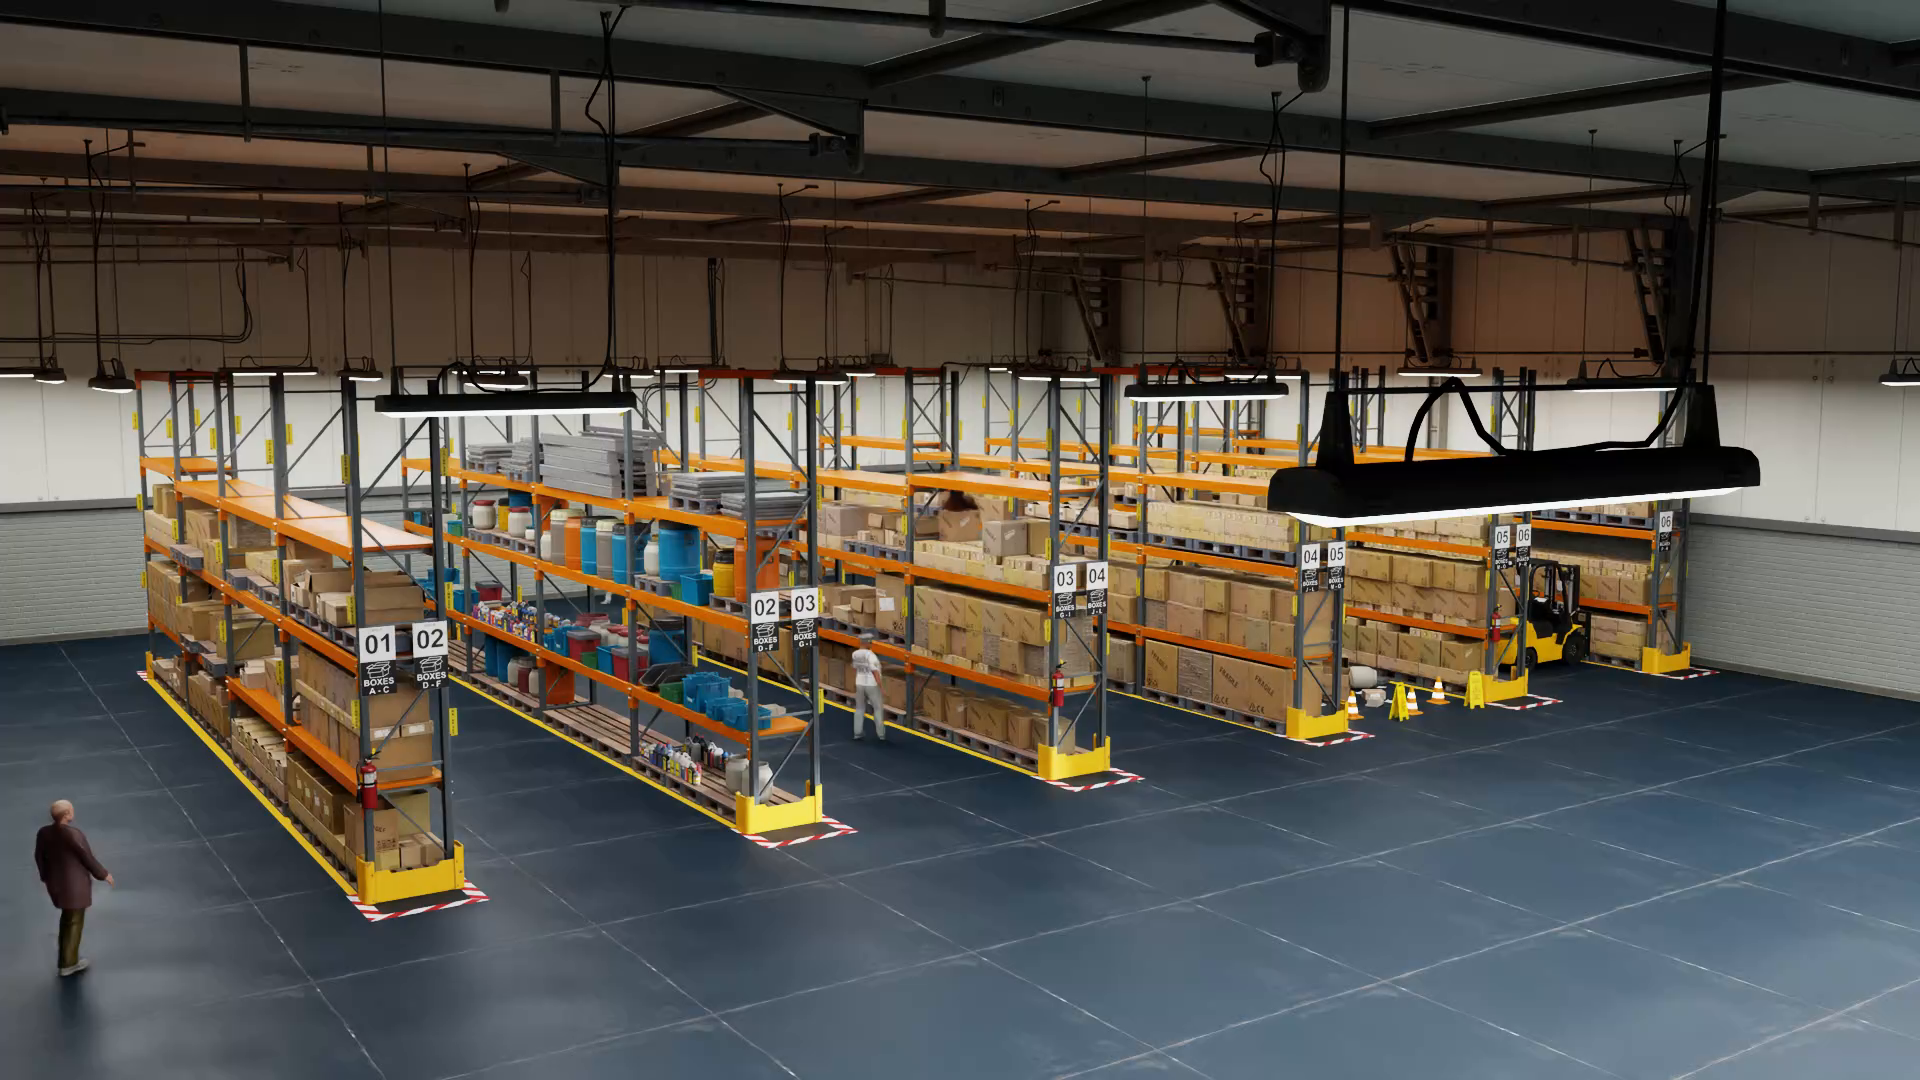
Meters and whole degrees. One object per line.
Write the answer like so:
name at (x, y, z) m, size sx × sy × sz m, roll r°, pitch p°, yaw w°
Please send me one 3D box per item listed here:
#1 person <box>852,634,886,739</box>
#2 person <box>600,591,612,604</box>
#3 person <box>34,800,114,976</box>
person at (-1.462, 2.394, 27.192) m, size 0.618 × 1.738 × 0.473 m, roll 5°, pitch 8°, yaw 37°
person at (-8.646, 0.780, 41.914) m, size 0.501 × 1.618 × 0.944 m, roll 5°, pitch 8°, yaw 37°
person at (-9.093, 3.537, 16.992) m, size 0.683 × 1.804 × 0.565 m, roll 0°, pitch 6°, yaw 4°
